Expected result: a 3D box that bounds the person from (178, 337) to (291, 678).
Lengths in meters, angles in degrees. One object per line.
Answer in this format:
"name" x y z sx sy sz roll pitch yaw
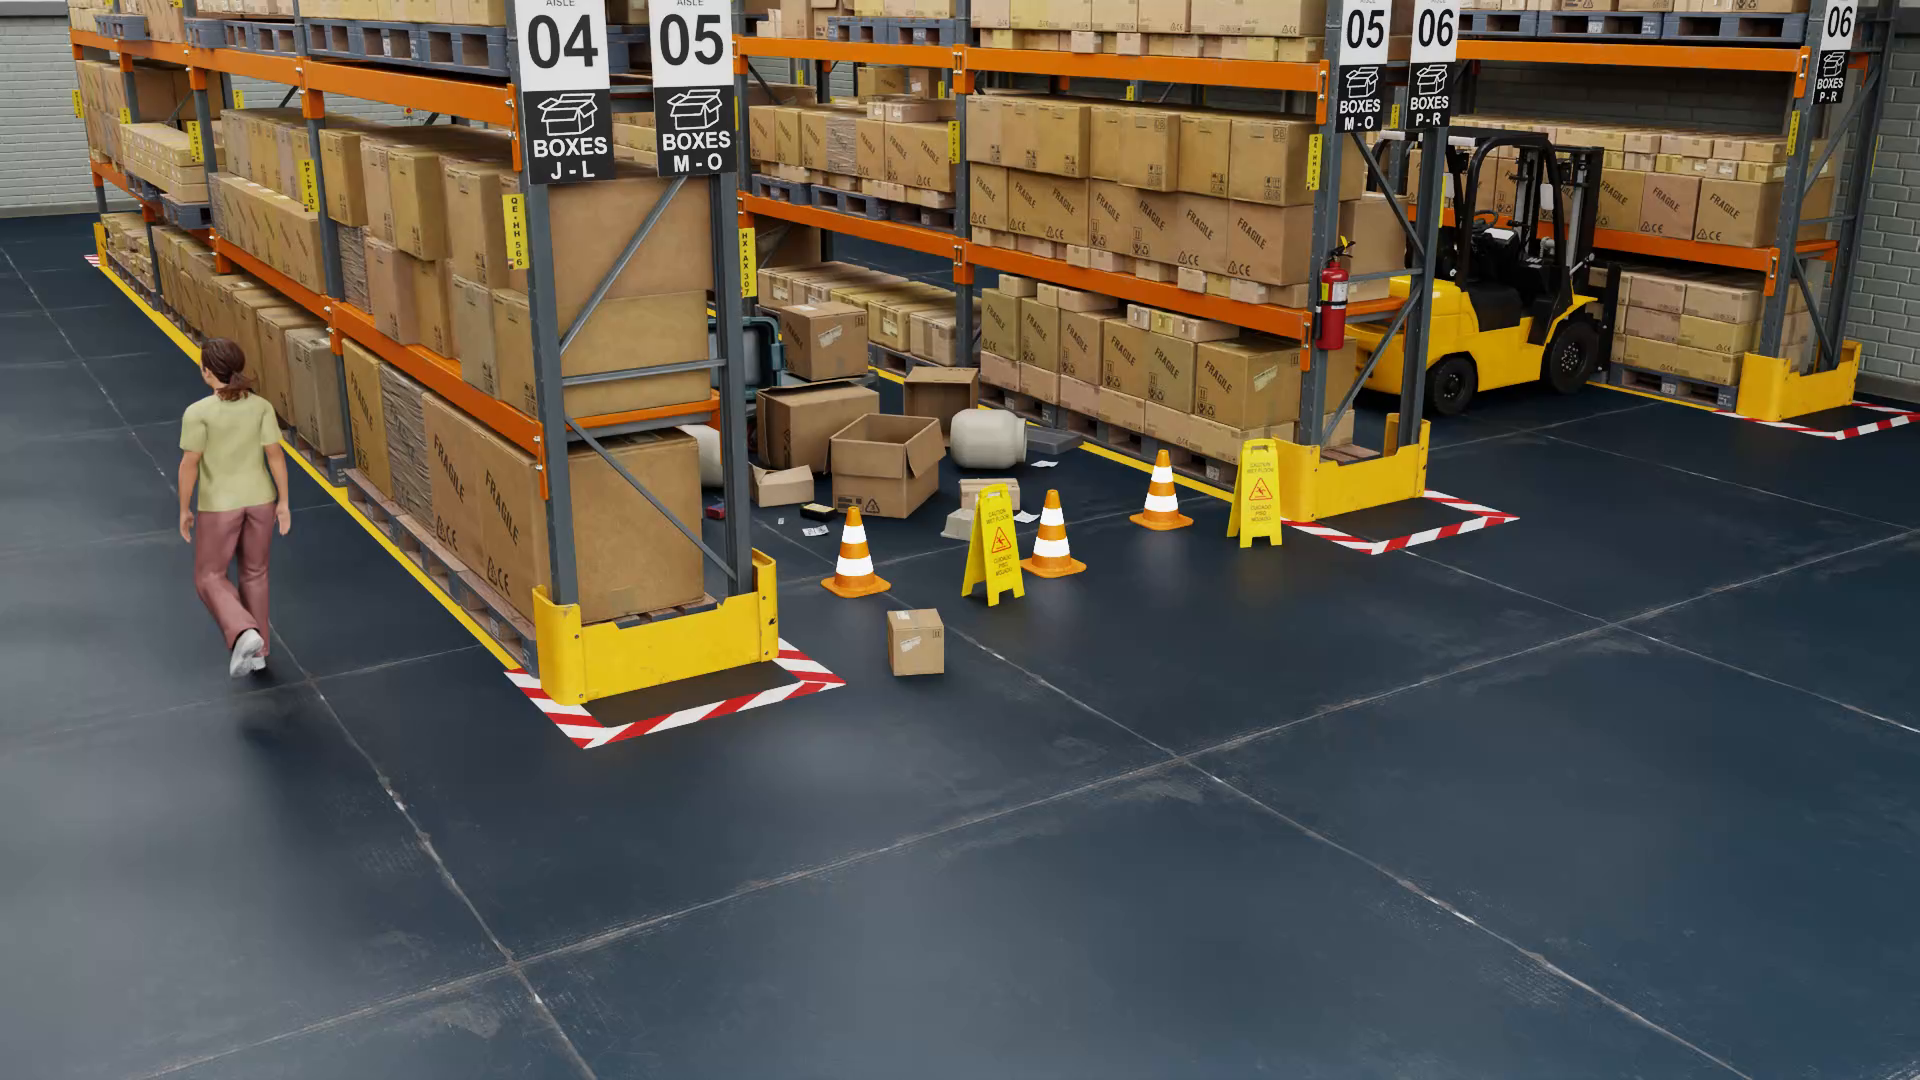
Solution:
"person" -3.435 -0.133 7.914 0.504 1.653 0.681 -14 23 -36
